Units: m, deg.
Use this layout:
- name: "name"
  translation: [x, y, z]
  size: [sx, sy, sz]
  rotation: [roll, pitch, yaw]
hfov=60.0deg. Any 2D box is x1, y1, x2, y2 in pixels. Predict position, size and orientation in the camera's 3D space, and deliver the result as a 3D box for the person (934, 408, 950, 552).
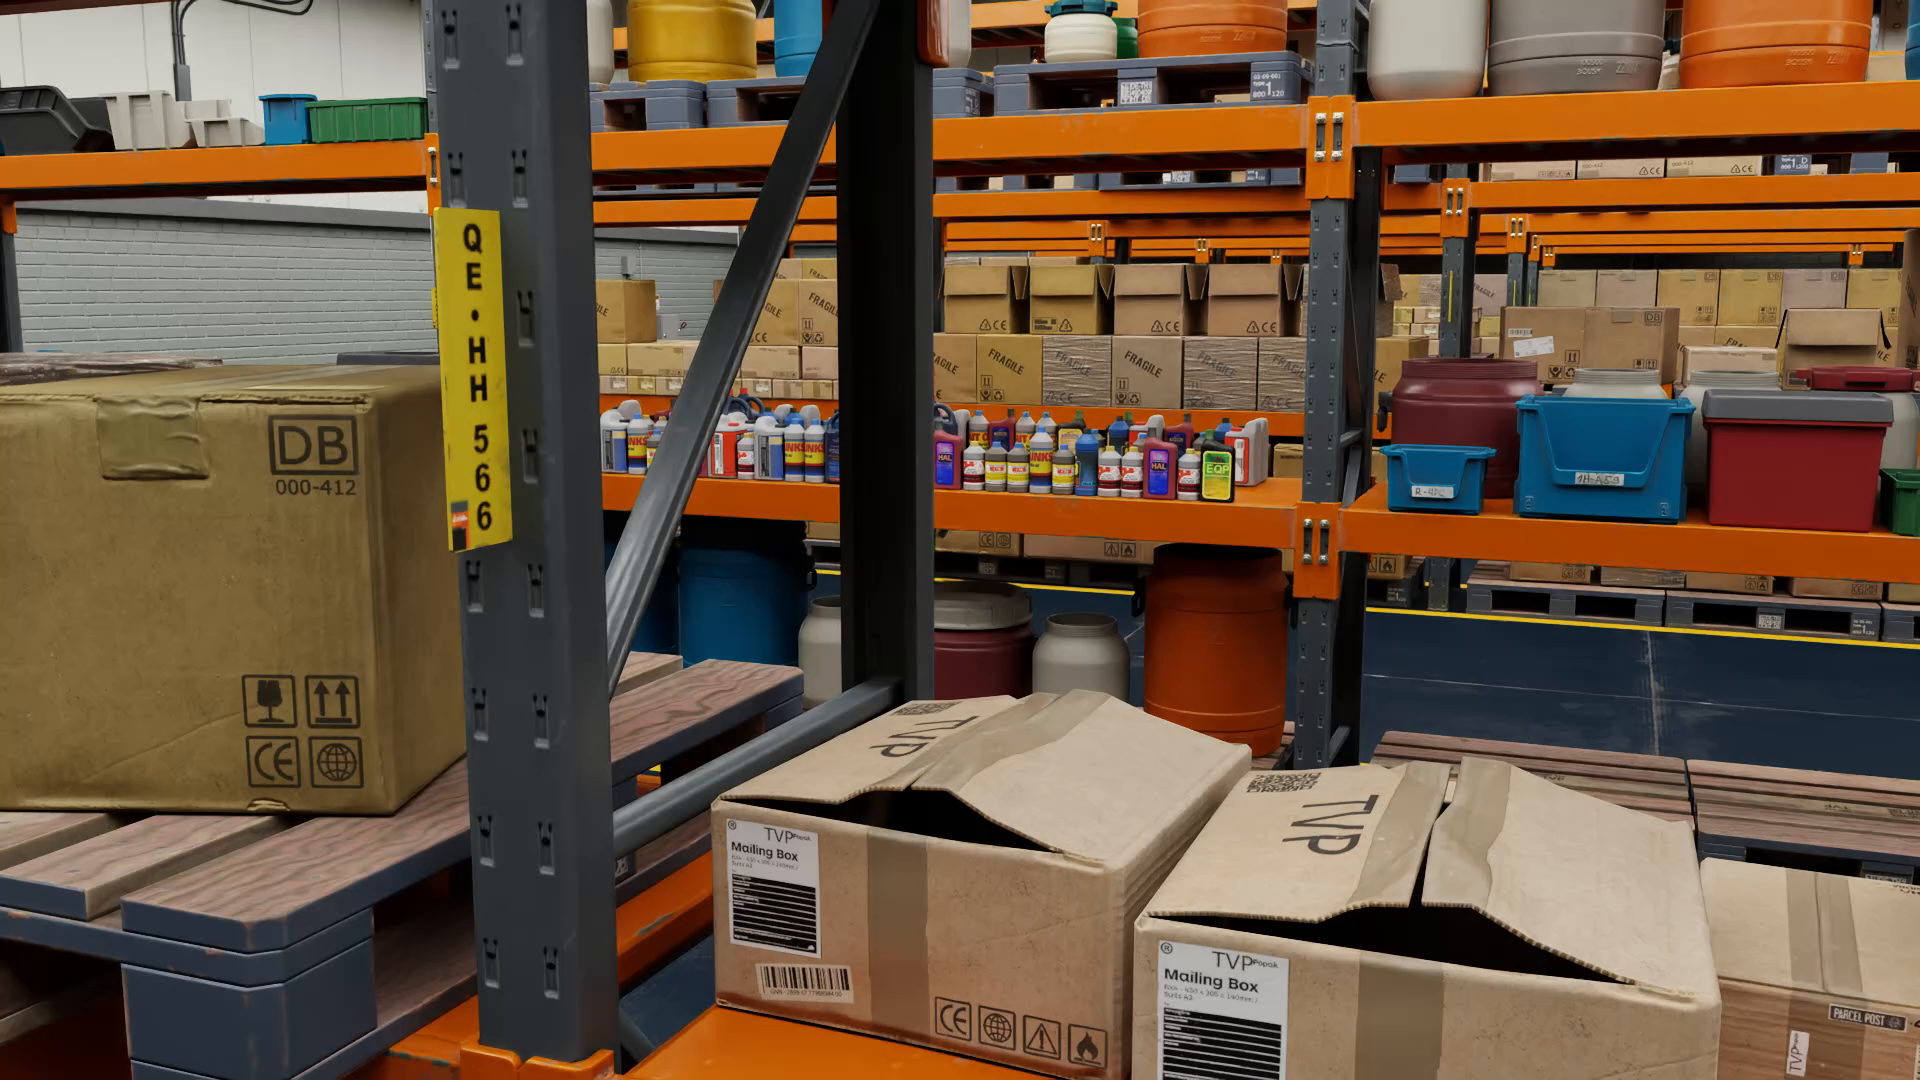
- name: "person"
  translation: [-0.335, -0.146, 9.236]
  size: [0.568, 1.806, 0.441]
  rotation: [-4, 9, -24]
